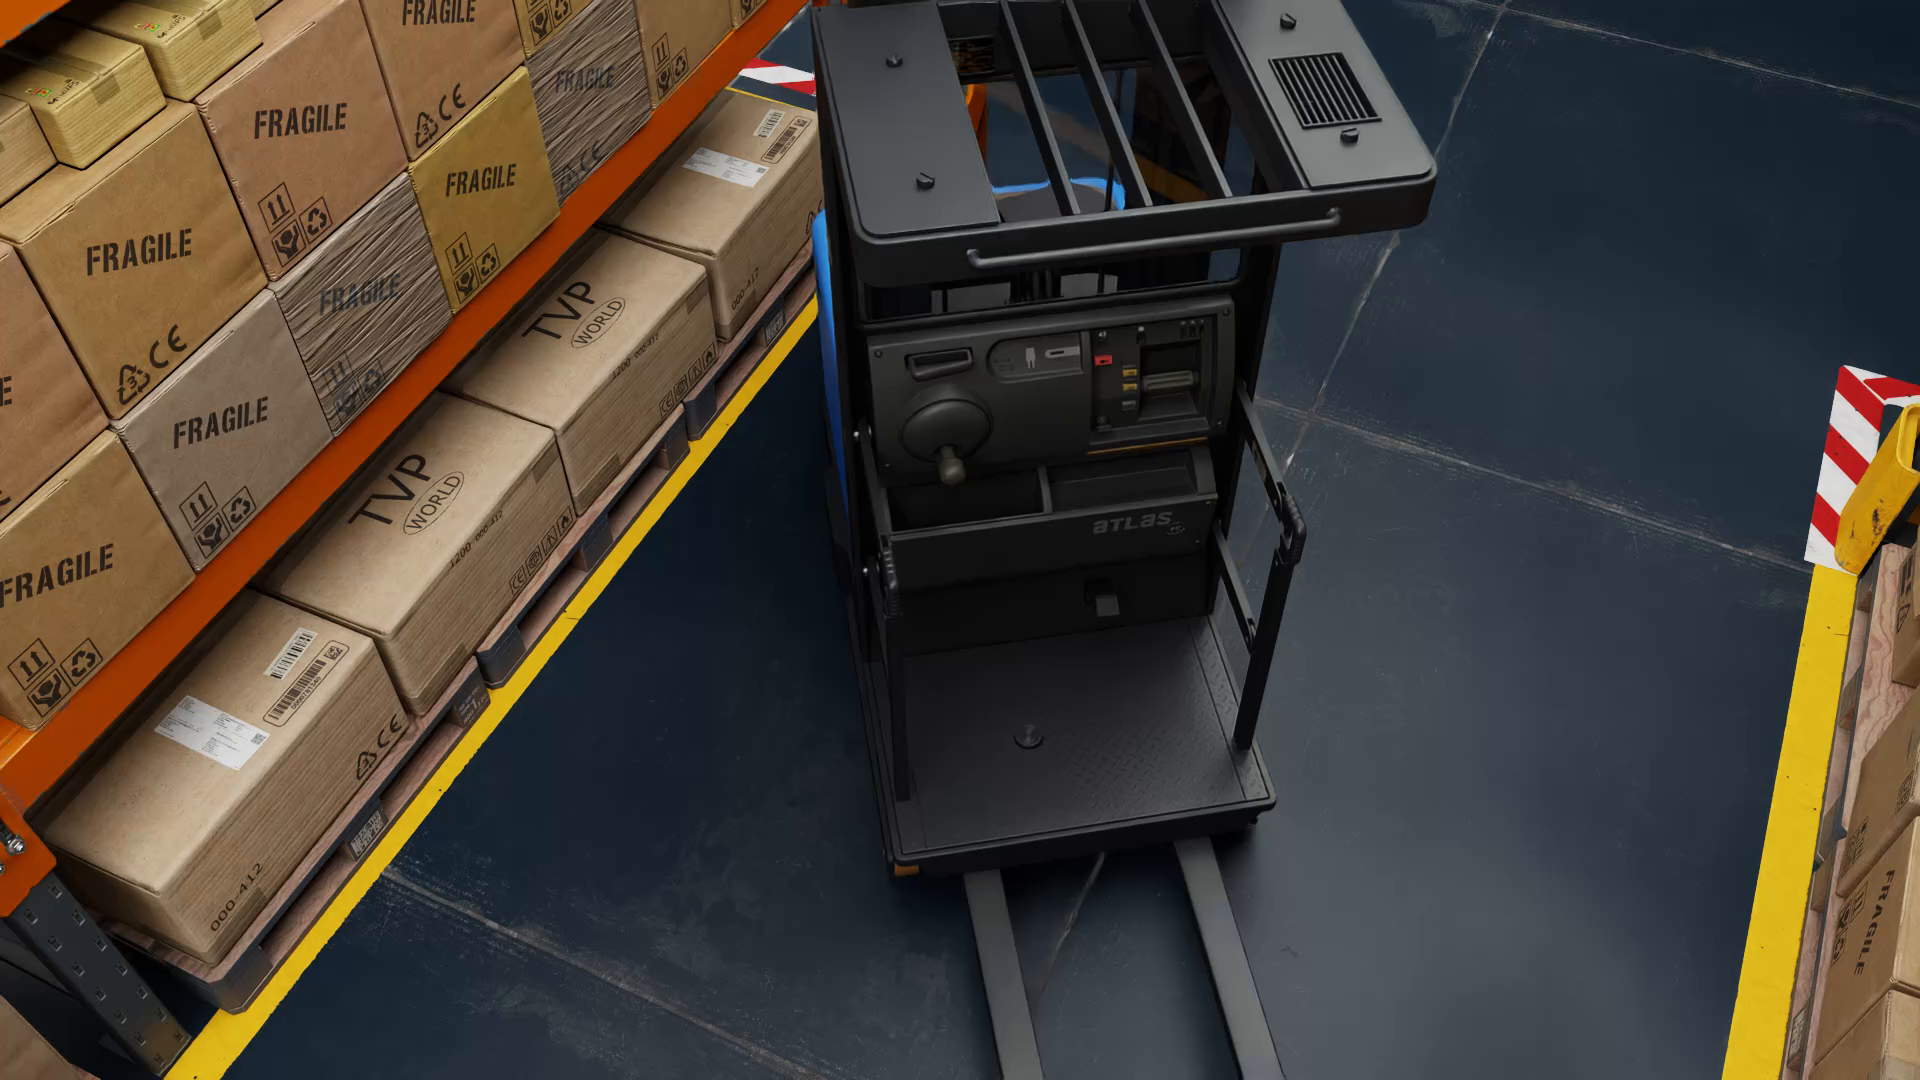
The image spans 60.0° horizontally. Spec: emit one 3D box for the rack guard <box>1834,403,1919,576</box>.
[{"bbox_3d":[3.577,0.003,5.419,1.175,0.500,0.348,20,52,16],"label":"rack guard"}]

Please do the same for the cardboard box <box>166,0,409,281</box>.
[{"bbox_3d":[-1.716,-1.018,3.924,0.500,0.500,0.500,21,53,17],"label":"cardboard box"}]

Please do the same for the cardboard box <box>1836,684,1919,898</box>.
[{"bbox_3d":[2.862,0.781,4.482,0.700,0.500,0.500,22,53,18],"label":"cardboard box"}]

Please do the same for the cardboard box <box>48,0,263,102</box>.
[{"bbox_3d":[-1.753,-1.113,3.580,0.380,0.149,0.250,18,52,15],"label":"cardboard box"}]

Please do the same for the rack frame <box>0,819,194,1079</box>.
[{"bbox_3d":[-2.589,0.282,3.540,1.000,3.000,0.127,20,52,16],"label":"rack frame"}]

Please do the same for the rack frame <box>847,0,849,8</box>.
[{"bbox_3d":[-0.880,-2.472,5.884,1.000,3.000,0.127,20,52,16],"label":"rack frame"}]

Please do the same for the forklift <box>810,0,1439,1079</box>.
[{"bbox_3d":[0.277,-0.269,4.055,1.130,2.935,3.031,-8,50,-6],"label":"forklift"}]

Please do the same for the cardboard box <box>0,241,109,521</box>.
[{"bbox_3d":[-2.167,-0.323,3.333,0.500,0.500,0.500,20,53,16],"label":"cardboard box"}]

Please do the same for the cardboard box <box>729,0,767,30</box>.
[{"bbox_3d":[-0.847,-2.086,5.490,0.500,0.500,0.500,20,53,16],"label":"cardboard box"}]

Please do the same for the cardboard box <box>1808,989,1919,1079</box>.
[{"bbox_3d":[2.418,1.496,3.873,0.700,0.500,0.500,18,52,15],"label":"cardboard box"}]

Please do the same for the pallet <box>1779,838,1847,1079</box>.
[{"bbox_3d":[2.714,1.483,4.350,1.003,0.211,1.213,20,52,16],"label":"pallet"}]

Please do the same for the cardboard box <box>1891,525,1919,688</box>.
[{"bbox_3d":[3.262,0.204,4.970,0.797,0.503,0.637,18,52,15],"label":"cardboard box"}]

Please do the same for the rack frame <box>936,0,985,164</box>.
[{"bbox_3d":[-0.110,-1.542,5.684,0.400,2.100,0.015,7,50,6],"label":"rack frame"}]

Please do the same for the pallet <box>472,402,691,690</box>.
[{"bbox_3d":[-1.674,-0.155,5.743,1.003,0.211,1.213,20,52,16],"label":"pallet"}]

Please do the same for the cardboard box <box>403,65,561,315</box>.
[{"bbox_3d":[-1.495,-1.028,4.590,0.500,0.500,0.500,21,53,17],"label":"cardboard box"}]

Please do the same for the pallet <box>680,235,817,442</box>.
[{"bbox_3d":[-1.151,-0.992,6.456,1.003,0.211,1.213,20,52,16],"label":"pallet"}]

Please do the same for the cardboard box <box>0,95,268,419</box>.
[{"bbox_3d":[-1.946,-0.669,3.627,0.500,0.500,0.500,19,52,16],"label":"cardboard box"}]

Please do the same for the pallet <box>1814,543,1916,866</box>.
[{"bbox_3d":[3.237,0.646,5.062,1.003,0.211,1.213,20,52,16],"label":"pallet"}]

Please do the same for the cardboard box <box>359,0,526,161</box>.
[{"bbox_3d":[-1.499,-1.364,4.219,0.500,0.500,0.500,19,52,16],"label":"cardboard box"}]

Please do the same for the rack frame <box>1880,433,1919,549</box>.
[{"bbox_3d":[3.609,-0.859,4.512,1.000,3.000,0.127,20,52,16],"label":"rack frame"}]

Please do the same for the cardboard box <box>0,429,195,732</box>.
[{"bbox_3d":[-2.152,0.012,3.704,0.500,0.500,0.500,21,53,17],"label":"cardboard box"}]

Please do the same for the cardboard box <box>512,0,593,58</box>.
[{"bbox_3d":[-1.282,-1.710,4.513,0.500,0.500,0.500,20,52,16],"label":"cardboard box"}]

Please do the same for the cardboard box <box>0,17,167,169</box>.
[{"bbox_3d":[-1.892,-0.940,3.432,0.380,0.149,0.250,19,52,16],"label":"cardboard box"}]

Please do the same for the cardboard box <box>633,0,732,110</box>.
[{"bbox_3d":[-1.075,-1.745,5.200,0.500,0.500,0.500,19,52,15],"label":"cardboard box"}]

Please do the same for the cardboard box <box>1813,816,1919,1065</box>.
[{"bbox_3d":[2.545,1.112,4.200,0.500,0.500,0.500,21,53,17],"label":"cardboard box"}]

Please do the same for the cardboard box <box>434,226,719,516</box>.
[{"bbox_3d":[-1.455,-0.658,5.747,0.875,0.438,0.875,21,53,17],"label":"cardboard box"}]

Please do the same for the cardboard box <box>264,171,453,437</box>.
[{"bbox_3d":[-1.715,-0.673,4.288,0.500,0.500,0.500,20,53,16],"label":"cardboard box"}]

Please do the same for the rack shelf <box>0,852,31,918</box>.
[{"bbox_3d":[-3.444,1.893,2.642,1.077,0.370,4.000,20,52,16],"label":"rack shelf"}]

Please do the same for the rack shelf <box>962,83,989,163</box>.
[{"bbox_3d":[-0.151,-1.350,5.538,0.431,0.518,0.480,7,50,6],"label":"rack shelf"}]

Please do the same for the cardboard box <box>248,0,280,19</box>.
[{"bbox_3d":[-1.719,-1.313,3.750,0.380,0.149,0.250,20,52,16],"label":"cardboard box"}]

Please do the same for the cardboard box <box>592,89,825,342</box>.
[{"bbox_3d":[-1.072,-1.291,6.285,0.875,0.438,0.875,18,52,15],"label":"cardboard box"}]

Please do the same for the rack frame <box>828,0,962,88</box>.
[{"bbox_3d":[-0.191,-1.176,5.372,0.400,2.100,0.015,7,50,6],"label":"rack frame"}]

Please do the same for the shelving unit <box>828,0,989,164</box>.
[{"bbox_3d":[-0.151,-1.359,5.528,0.431,2.100,0.503,7,50,6],"label":"shelving unit"}]

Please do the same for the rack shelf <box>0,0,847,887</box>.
[{"bbox_3d":[-1.735,-0.862,4.986,1.077,0.370,4.000,20,52,16],"label":"rack shelf"}]

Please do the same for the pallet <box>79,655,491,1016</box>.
[{"bbox_3d":[-2.194,0.688,5.026,1.003,0.211,1.213,20,52,16],"label":"pallet"}]

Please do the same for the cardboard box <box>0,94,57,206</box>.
[{"bbox_3d":[-2.054,-0.789,3.303,0.380,0.149,0.250,19,52,16],"label":"cardboard box"}]

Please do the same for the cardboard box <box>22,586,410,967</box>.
[{"bbox_3d":[-2.224,0.579,4.694,0.875,0.438,0.875,19,52,16],"label":"cardboard box"}]

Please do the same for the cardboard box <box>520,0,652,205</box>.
[{"bbox_3d":[-1.286,-1.388,4.896,0.500,0.500,0.500,21,53,17],"label":"cardboard box"}]

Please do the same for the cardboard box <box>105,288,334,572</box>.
[{"bbox_3d":[-1.933,-0.333,3.998,0.500,0.500,0.500,20,53,16],"label":"cardboard box"}]

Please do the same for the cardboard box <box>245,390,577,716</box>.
[{"bbox_3d":[-1.842,-0.037,5.219,0.875,0.438,0.875,18,52,15],"label":"cardboard box"}]

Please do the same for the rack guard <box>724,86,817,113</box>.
[{"bbox_3d":[-0.870,-1.678,6.850,1.175,0.500,0.348,20,52,16],"label":"rack guard"}]
